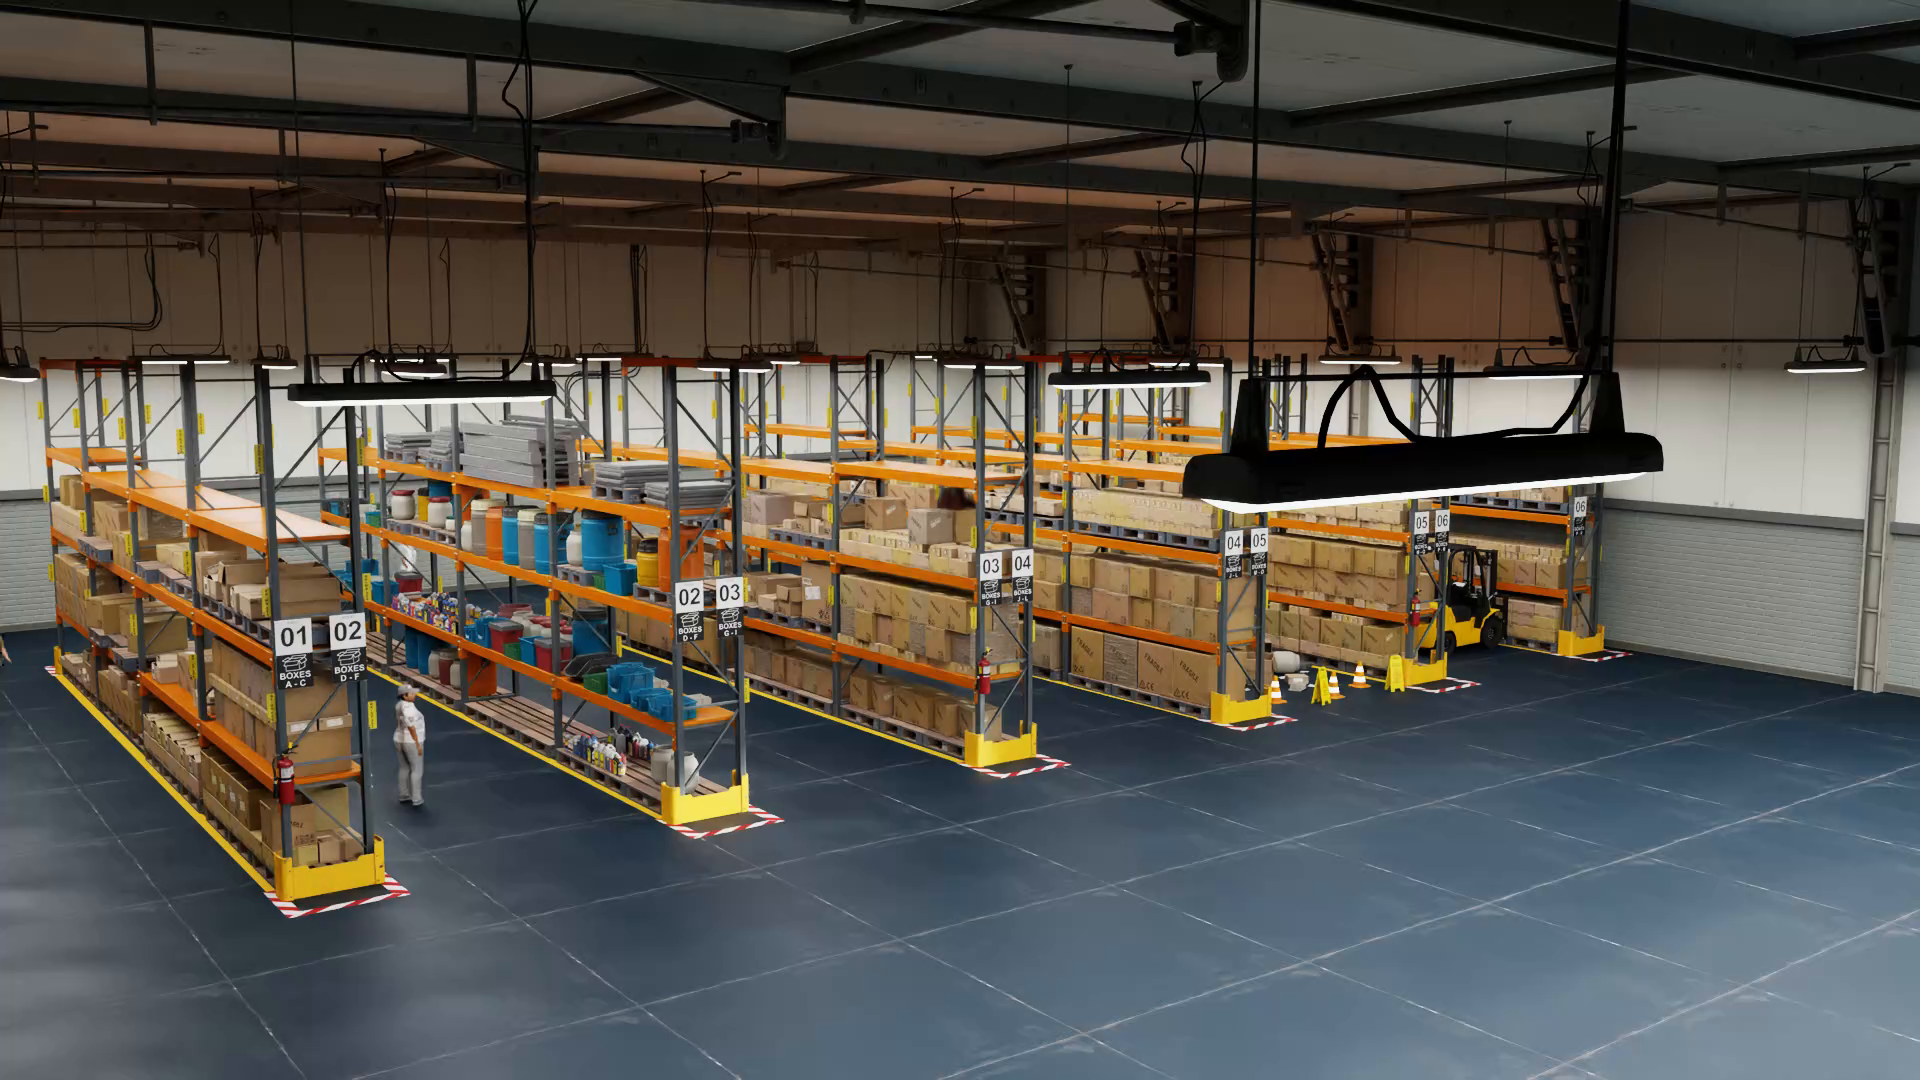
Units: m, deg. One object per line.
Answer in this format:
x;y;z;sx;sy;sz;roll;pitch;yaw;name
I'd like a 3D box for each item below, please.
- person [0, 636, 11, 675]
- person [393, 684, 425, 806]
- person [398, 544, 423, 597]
-16.419;2.160;28.124;0.617;1.648;0.982;-5;8;-36;person
-7.510;2.783;22.742;0.509;1.669;0.422;5;9;38;person
-13.214;0.696;39.812;1.013;1.741;0.652;-2;7;-17;person
